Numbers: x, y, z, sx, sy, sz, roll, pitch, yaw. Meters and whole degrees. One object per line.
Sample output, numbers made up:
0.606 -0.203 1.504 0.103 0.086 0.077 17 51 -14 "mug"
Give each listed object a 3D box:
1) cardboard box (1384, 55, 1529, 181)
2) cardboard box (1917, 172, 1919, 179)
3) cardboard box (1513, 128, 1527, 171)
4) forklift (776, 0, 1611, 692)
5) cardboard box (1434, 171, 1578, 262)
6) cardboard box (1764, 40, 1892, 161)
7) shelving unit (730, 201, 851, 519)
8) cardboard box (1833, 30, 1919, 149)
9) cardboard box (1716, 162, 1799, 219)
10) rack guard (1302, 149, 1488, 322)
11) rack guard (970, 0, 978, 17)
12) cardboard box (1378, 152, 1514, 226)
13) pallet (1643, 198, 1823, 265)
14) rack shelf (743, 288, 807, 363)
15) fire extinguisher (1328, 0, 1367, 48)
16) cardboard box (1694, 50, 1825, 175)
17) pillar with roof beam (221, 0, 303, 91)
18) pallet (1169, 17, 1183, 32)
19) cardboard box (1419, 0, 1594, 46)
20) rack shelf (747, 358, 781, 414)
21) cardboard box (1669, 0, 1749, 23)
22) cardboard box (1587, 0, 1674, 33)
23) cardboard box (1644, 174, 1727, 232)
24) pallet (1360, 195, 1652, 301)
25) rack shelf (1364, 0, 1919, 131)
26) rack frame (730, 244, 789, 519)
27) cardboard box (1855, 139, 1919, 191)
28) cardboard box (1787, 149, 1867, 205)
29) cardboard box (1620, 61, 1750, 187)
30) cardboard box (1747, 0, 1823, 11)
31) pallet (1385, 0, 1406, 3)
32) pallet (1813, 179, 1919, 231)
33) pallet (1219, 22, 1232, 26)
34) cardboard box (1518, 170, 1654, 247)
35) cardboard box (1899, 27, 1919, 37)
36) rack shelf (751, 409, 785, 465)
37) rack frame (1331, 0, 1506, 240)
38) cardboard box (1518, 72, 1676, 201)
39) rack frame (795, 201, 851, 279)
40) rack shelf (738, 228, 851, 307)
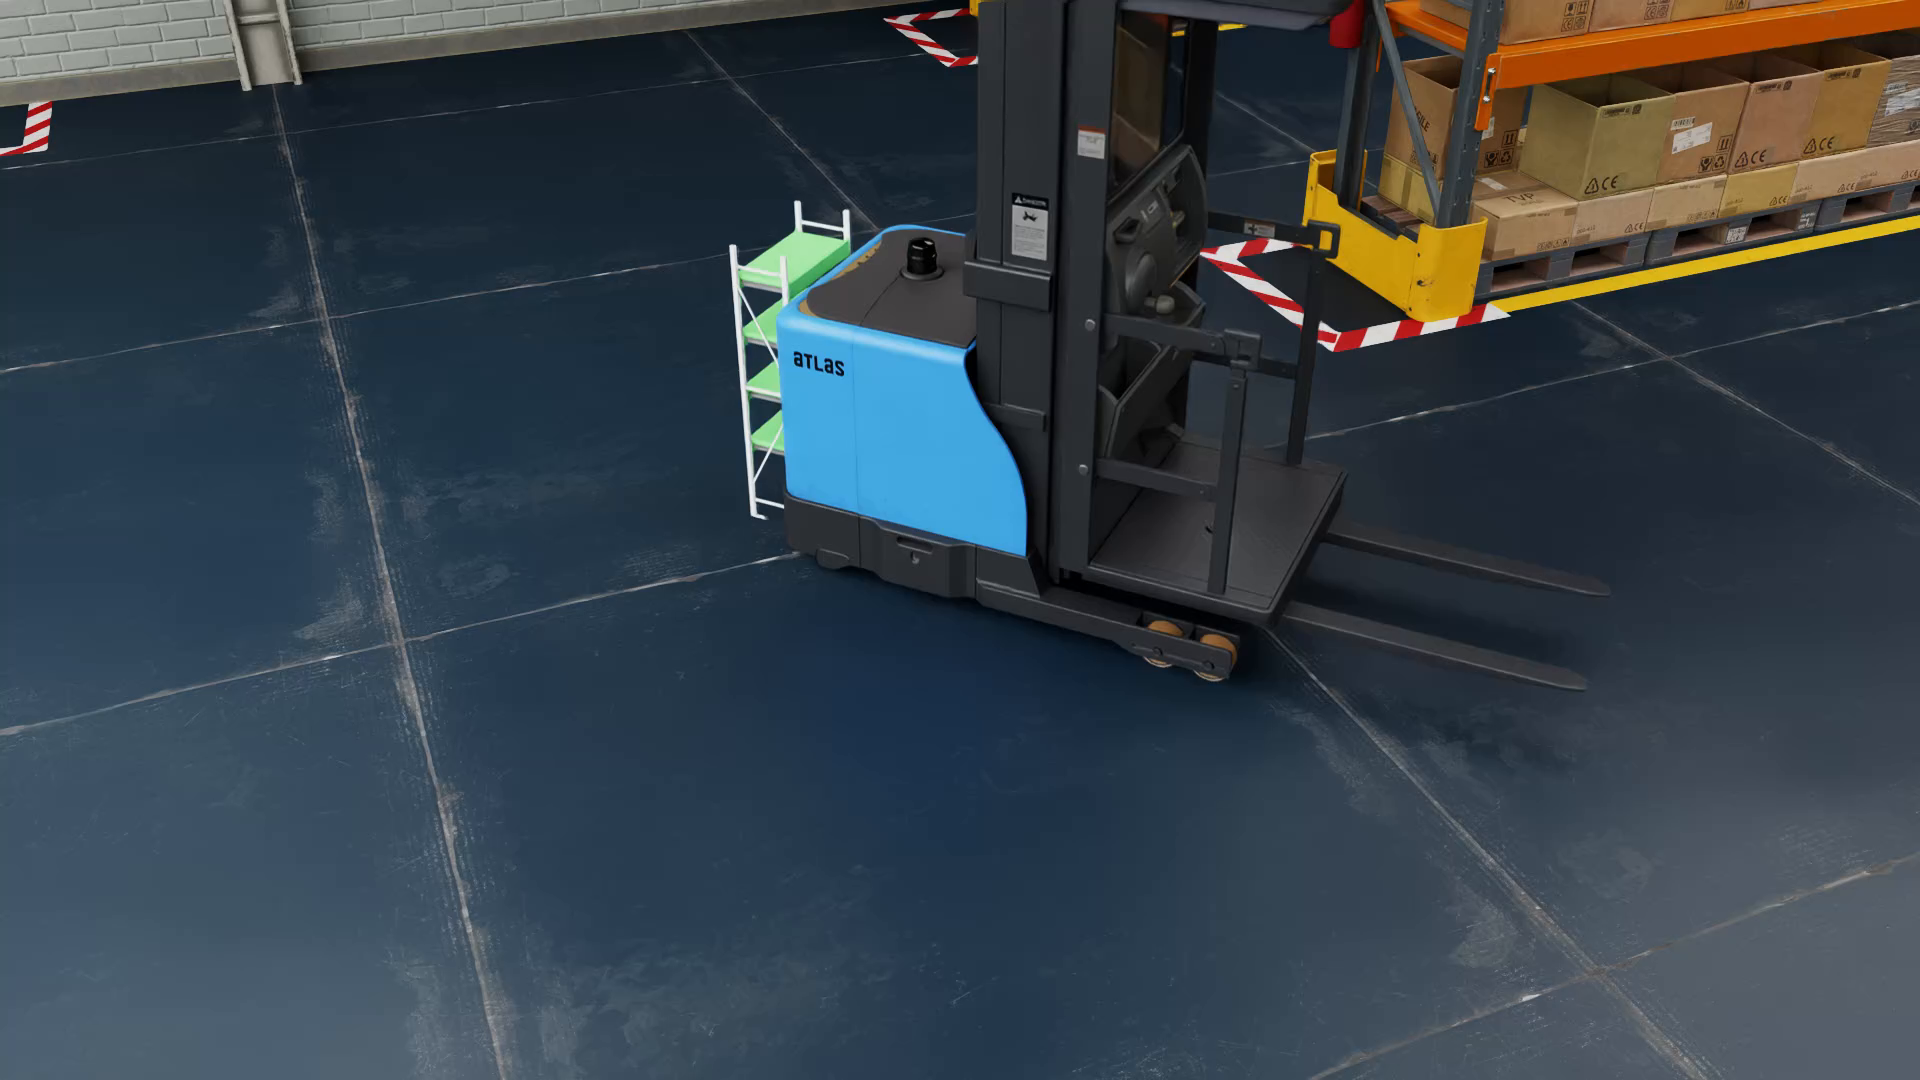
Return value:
2.670 -2.288 8.965 0.500 0.500 0.500 -13 35 -19 "cardboard box"
5.636 -2.348 9.744 0.500 0.250 0.500 -13 35 -19 "cardboard box"
3.127 -2.084 9.339 0.500 0.250 0.500 -13 35 -19 "cardboard box"
0.867 -1.053 5.681 3.031 2.935 1.130 14 36 21 "forklift"
2.872 -1.712 8.768 0.500 0.250 0.500 -13 35 -19 "cardboard box"
4.711 -2.455 9.221 0.500 0.500 0.500 -13 35 -19 "cardboard box"
-0.651 -0.699 6.724 0.258 1.200 0.503 14 36 21 "shelving unit"
5.171 -2.562 9.386 0.500 0.500 0.500 -13 35 -19 "cardboard box"
4.255 -2.028 9.253 0.500 0.250 0.500 -13 35 -19 "cardboard box"
2.269 -1.635 8.804 0.348 0.500 1.175 -13 35 -19 "rack guard"
0.440 -4.146 12.664 0.348 0.500 1.175 -13 35 -19 "rack guard"
2.671 -1.973 9.168 0.500 0.250 0.500 -13 35 -19 "cardboard box"
4.103 -1.957 9.564 1.213 0.211 1.003 -13 35 -19 "pallet"
-0.651 -0.846 6.628 0.258 0.148 0.480 14 36 21 "rack shelf"
2.002 -2.864 8.472 0.183 0.674 0.296 -13 35 -19 "fire extinguisher"
4.256 -2.342 9.048 0.500 0.500 0.500 -13 35 -19 "cardboard box"
-3.185 -4.844 5.943 0.400 9.000 9.100 -13 35 -19 "pillar with roof beam"
1.203 -4.179 12.979 1.213 0.211 1.003 -13 35 -19 "pallet"
2.726 -2.822 8.244 0.500 0.500 0.700 -13 35 -19 "cardboard box"
-0.651 -0.645 6.759 0.258 0.148 0.480 14 36 21 "rack shelf"
3.669 -3.037 8.575 0.500 0.500 0.700 -13 35 -19 "cardboard box"
3.209 -2.935 8.419 0.500 0.500 0.700 -12 35 -18 "cardboard box"
3.792 -1.925 9.095 0.500 0.250 0.500 -13 35 -19 "cardboard box"
2.980 -1.701 9.171 1.213 0.211 1.003 -13 35 -19 "pallet"
4.135 -2.808 8.975 4.000 0.370 1.077 -13 35 -19 "rack shelf"
-0.754 -0.578 6.539 0.240 1.200 0.015 14 36 21 "rack frame"
5.171 -2.247 9.589 0.500 0.250 0.500 -13 35 -19 "cardboard box"
4.716 -2.134 9.416 0.500 0.250 0.500 -13 35 -19 "cardboard box"
3.788 -2.245 8.899 0.500 0.500 0.500 -13 35 -19 "cardboard box"
4.153 -3.150 8.749 0.500 0.500 0.700 -12 35 -18 "cardboard box"
3.452 -4.694 13.770 1.213 0.211 1.003 -13 35 -19 "pallet"
5.230 -2.216 9.963 1.213 0.211 1.003 -13 35 -19 "pallet"
2.326 -4.434 13.371 1.213 0.211 1.003 -13 35 -19 "pallet"
3.331 -1.820 8.933 0.500 0.250 0.500 -13 35 -19 "cardboard box"
5.430 -2.929 9.950 0.500 0.500 0.500 -13 35 -19 "cardboard box"
-0.651 -0.444 6.890 0.258 0.148 0.480 14 36 21 "rack shelf"
2.291 -2.688 8.130 0.127 3.000 1.000 -13 35 -19 "rack frame"
3.332 -2.133 8.727 0.500 0.500 0.500 -13 35 -19 "cardboard box"
-0.547 -0.819 6.909 0.240 1.200 0.015 14 36 21 "rack frame"
-0.651 -1.048 6.497 0.258 0.148 0.480 14 36 21 "rack shelf"
